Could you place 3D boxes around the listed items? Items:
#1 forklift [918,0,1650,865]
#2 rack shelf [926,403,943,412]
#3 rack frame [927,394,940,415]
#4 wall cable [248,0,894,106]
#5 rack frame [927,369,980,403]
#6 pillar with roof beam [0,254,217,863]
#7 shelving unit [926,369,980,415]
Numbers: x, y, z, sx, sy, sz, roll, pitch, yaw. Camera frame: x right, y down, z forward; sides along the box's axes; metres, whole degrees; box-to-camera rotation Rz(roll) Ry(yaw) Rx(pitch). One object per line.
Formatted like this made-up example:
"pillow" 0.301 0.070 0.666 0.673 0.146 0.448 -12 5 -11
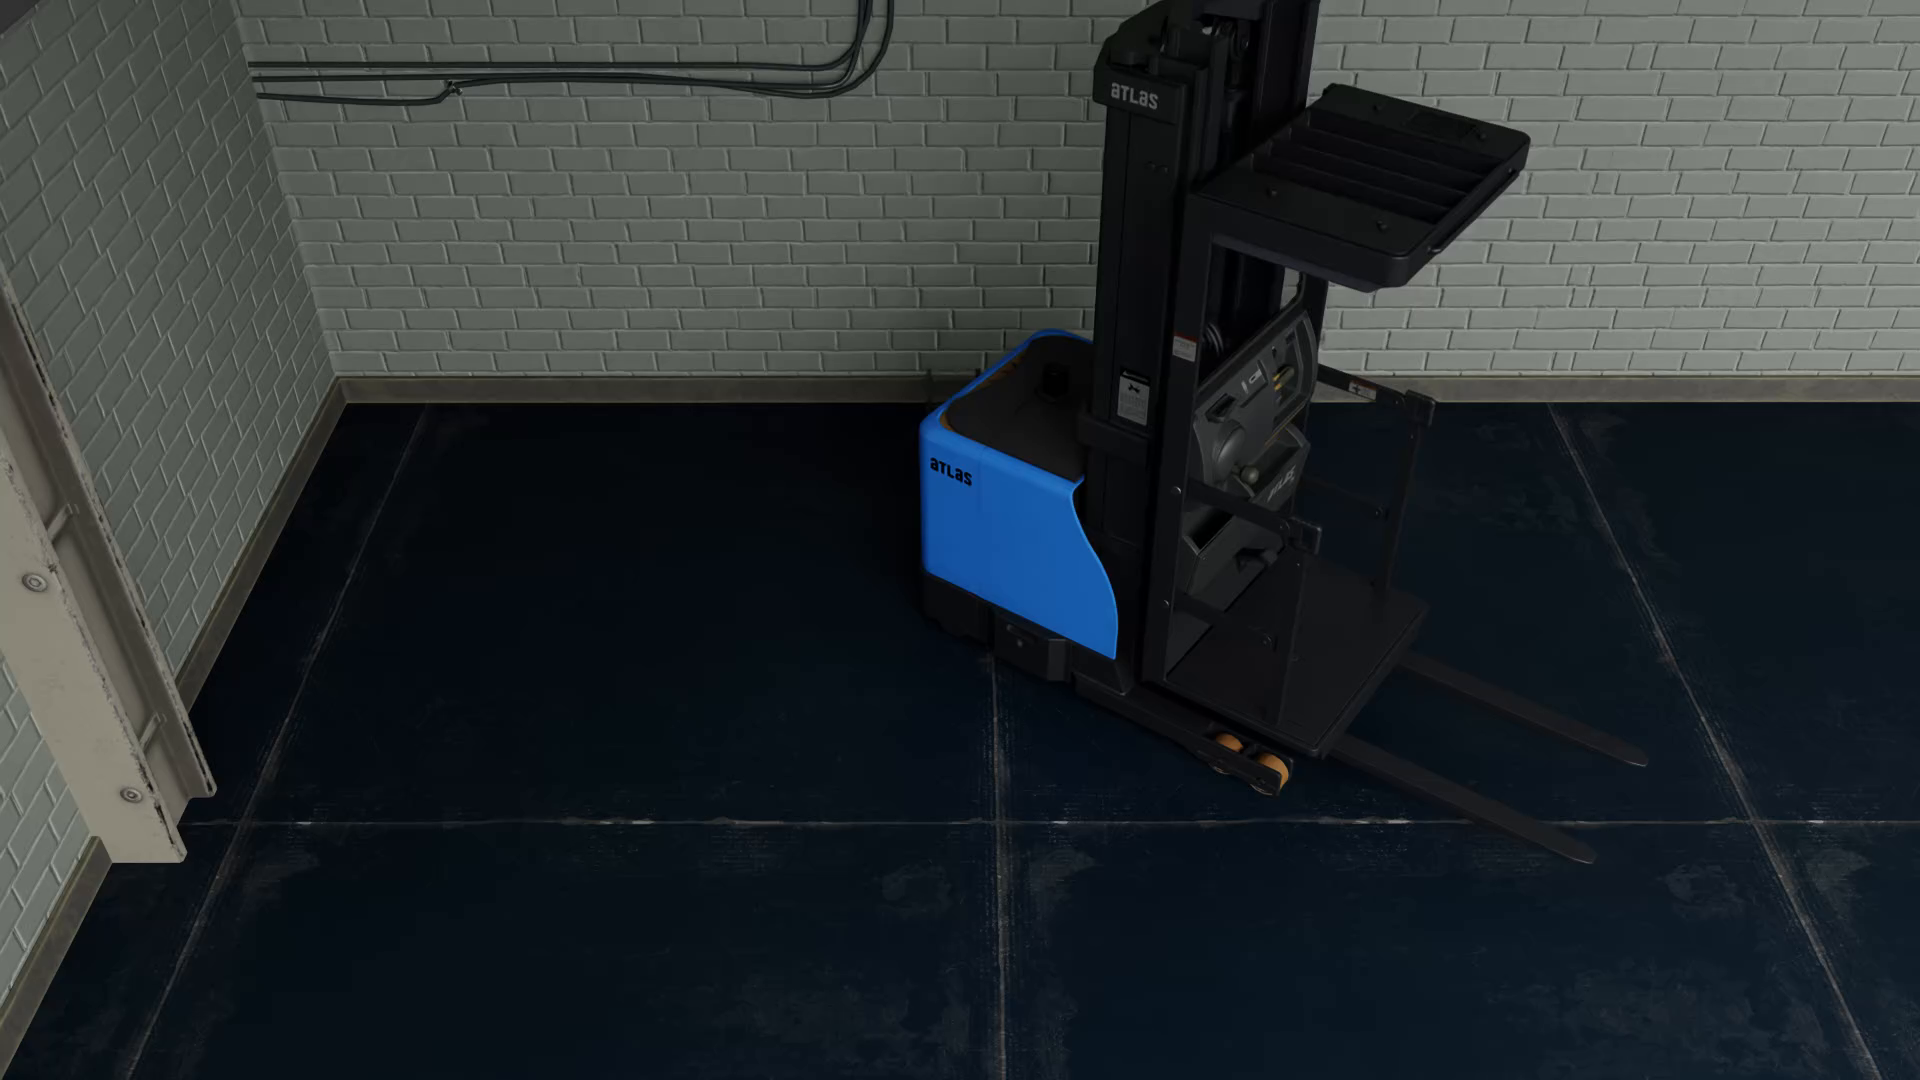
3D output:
"forklift" 1.304 -0.497 6.271 3.031 2.935 1.130 24 45 27
"rack shelf" -0.028 -0.544 7.576 0.258 0.077 0.200 0 39 0
"rack frame" -0.028 -0.295 7.645 0.240 0.900 0.006 0 39 0
"wall cable" -1.846 -3.019 7.050 3.097 2.526 0.112 0 39 0
"rack frame" -0.028 -0.423 7.803 0.240 0.900 0.006 0 39 0
"pillar with roof beam" 1.140 -2.391 3.783 9.100 9.000 0.400 0 39 0
"shelving unit" -0.028 -0.359 7.724 0.258 0.900 0.210 0 39 0
